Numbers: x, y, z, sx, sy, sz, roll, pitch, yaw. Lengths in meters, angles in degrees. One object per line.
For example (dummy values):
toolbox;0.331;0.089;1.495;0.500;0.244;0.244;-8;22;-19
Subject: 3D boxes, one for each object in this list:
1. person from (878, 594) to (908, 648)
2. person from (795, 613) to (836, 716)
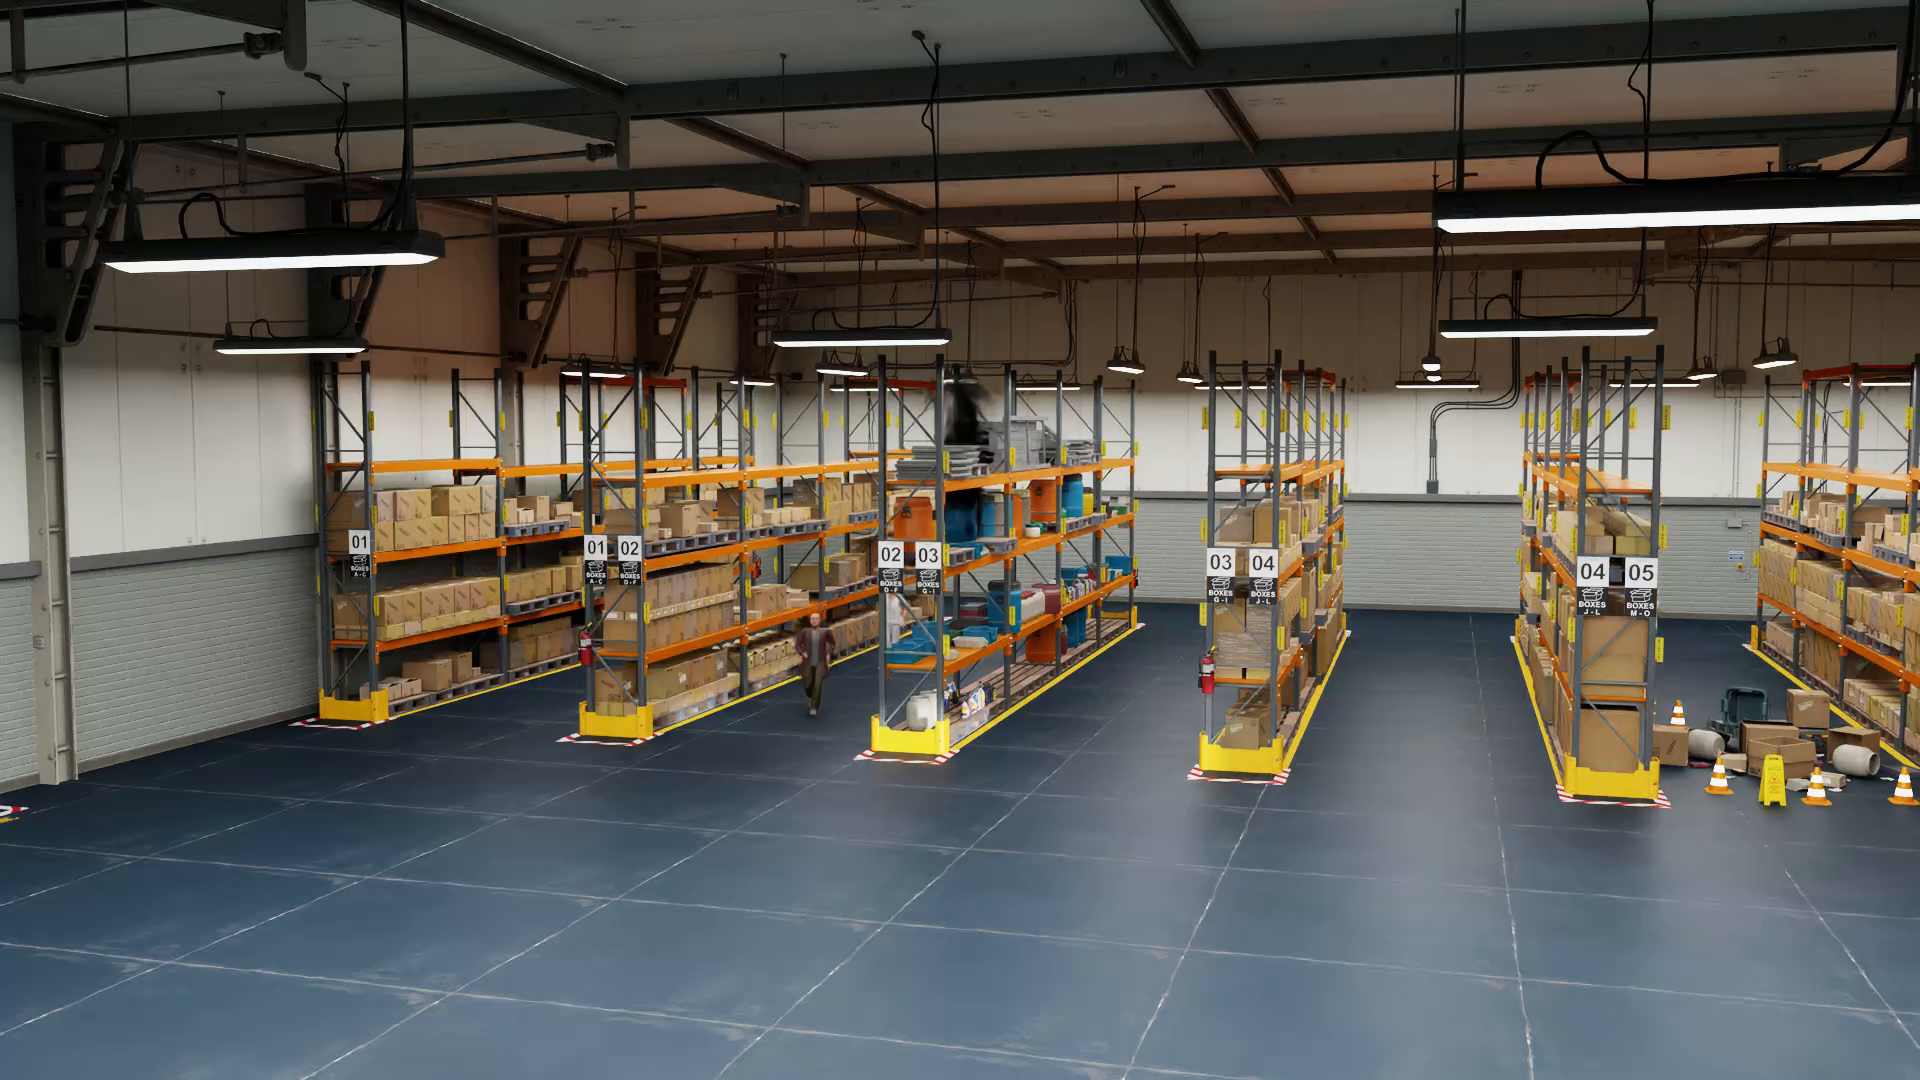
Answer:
person;-1.391;1.711;33.988;0.655;1.752;0.690;1;4;13
person;-2.467;2.148;28.379;0.703;1.662;0.725;0;4;-2
